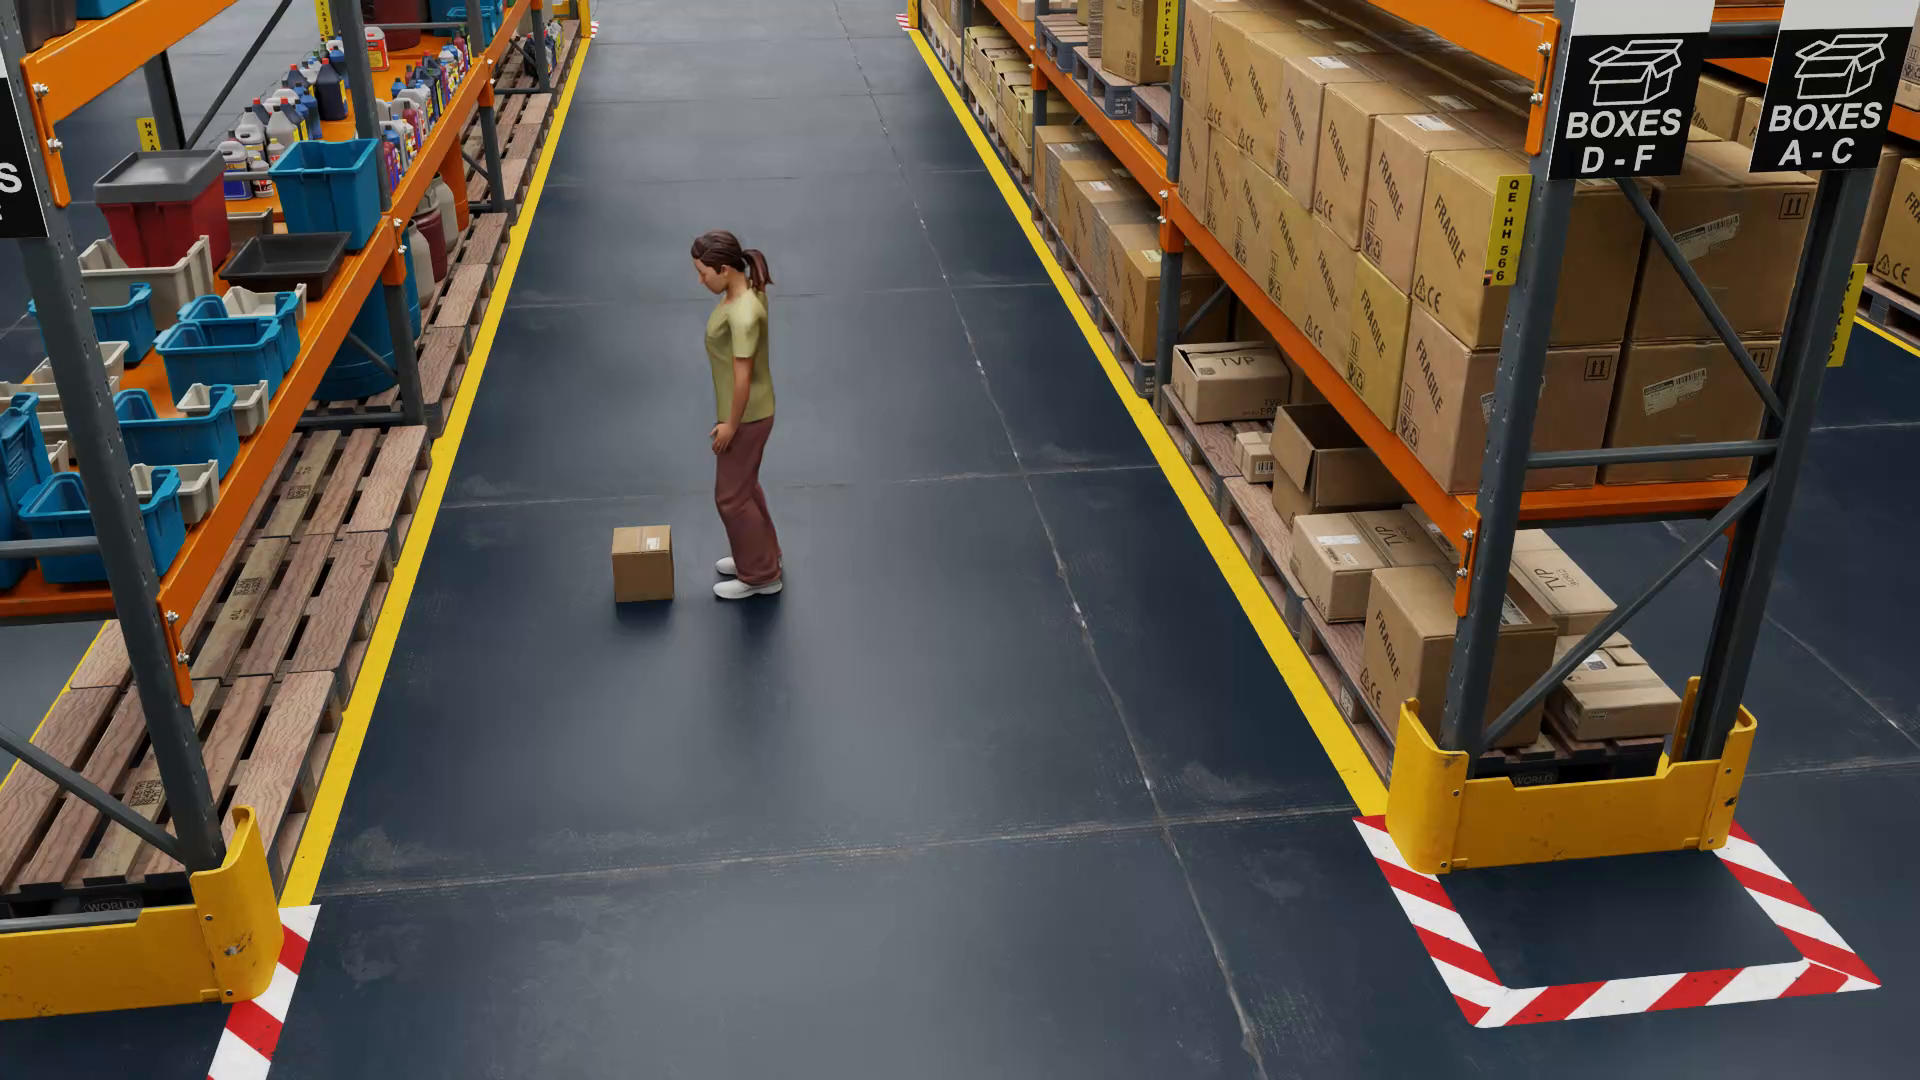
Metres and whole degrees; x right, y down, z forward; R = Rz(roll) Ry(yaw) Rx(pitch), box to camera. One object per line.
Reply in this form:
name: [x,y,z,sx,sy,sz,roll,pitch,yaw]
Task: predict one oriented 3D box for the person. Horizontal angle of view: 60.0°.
person: [-0.942,-0.537,7.185,0.350,1.662,0.455,-3,27,-6]
